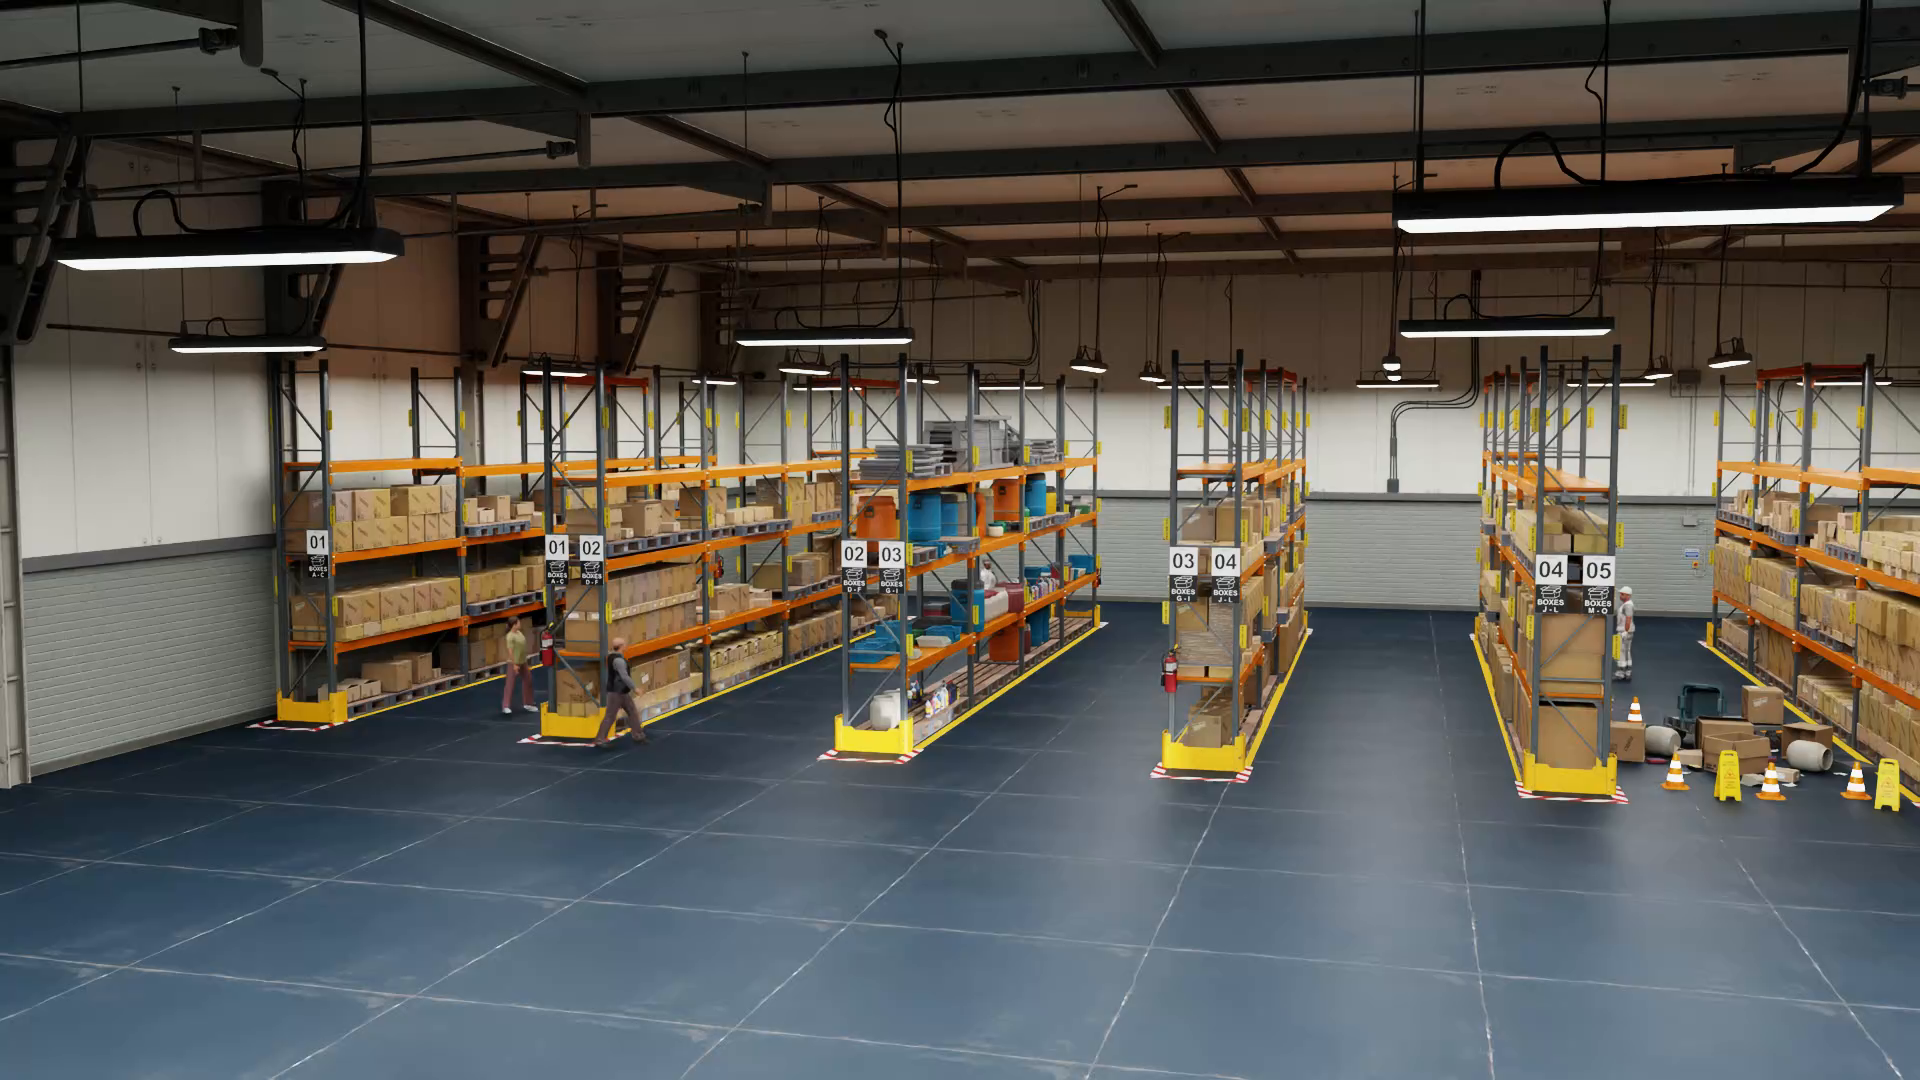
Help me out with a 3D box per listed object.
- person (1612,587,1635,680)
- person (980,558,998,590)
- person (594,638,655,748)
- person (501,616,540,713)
[{"bbox_3d":[12.855,1.799,32.209,0.430,1.795,0.609,3,5,36],"label":"person"},{"bbox_3d":[0.677,1.276,40.090,0.379,1.691,0.508,3,5,35],"label":"person"},{"bbox_3d":[-5.118,2.326,25.254,0.889,1.702,0.505,0,4,-4],"label":"person"},{"bbox_3d":[-7.564,2.139,28.481,0.482,1.708,0.601,2,4,23],"label":"person"}]
